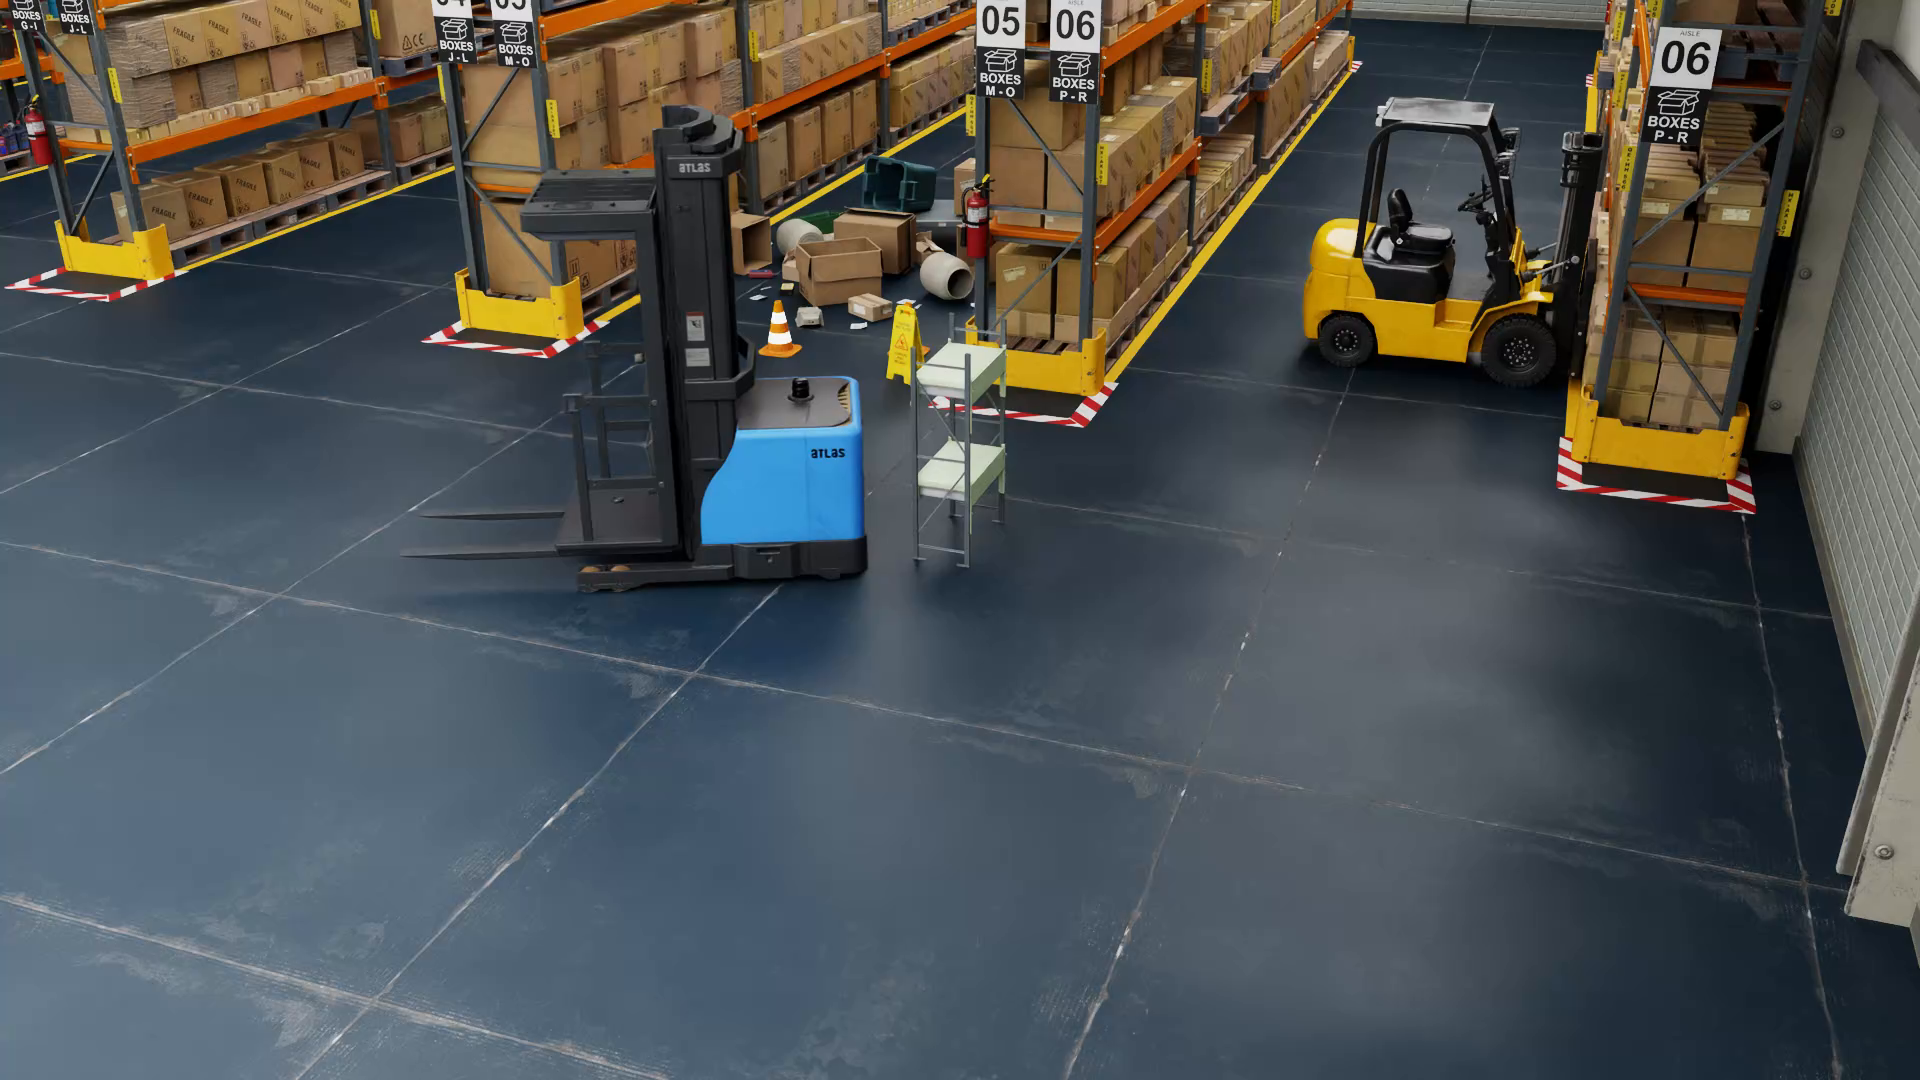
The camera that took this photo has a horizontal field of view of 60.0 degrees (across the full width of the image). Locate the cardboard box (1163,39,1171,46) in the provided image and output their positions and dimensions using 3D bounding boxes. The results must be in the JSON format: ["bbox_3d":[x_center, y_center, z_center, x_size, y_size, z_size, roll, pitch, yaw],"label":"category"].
[{"bbox_3d":[1.882,-4.908,17.231,0.500,0.500,0.500,8,27,16],"label":"cardboard box"}]

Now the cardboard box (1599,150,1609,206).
[{"bbox_3d":[7.737,-4.109,18.760,0.875,0.625,0.625,10,27,19],"label":"cardboard box"}]

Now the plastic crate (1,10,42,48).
[{"bbox_3d":[-12.199,-6.745,21.889,0.402,0.464,0.583,9,27,17],"label":"plastic crate"}]

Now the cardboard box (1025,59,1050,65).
[{"bbox_3d":[0.826,-3.975,14.639,0.700,0.500,0.500,8,27,17],"label":"cardboard box"}]

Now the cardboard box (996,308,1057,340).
[{"bbox_3d":[0.637,-2.006,14.848,0.500,0.250,0.500,9,27,17],"label":"cardboard box"}]

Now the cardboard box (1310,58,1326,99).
[{"bbox_3d":[4.917,-6.883,24.706,0.875,0.438,0.875,8,27,17],"label":"cardboard box"}]

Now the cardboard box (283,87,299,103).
[{"bbox_3d":[-7.658,-5.004,18.655,0.380,0.149,0.250,9,27,17],"label":"cardboard box"}]

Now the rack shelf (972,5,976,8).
[{"bbox_3d":[0.571,-8.779,26.989,1.077,0.370,4.000,9,27,17],"label":"rack shelf"}]

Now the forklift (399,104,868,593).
[{"bbox_3d":[-2.152,-1.218,10.626,3.031,2.935,1.130,-2,26,-4],"label":"forklift"}]

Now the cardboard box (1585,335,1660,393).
[{"bbox_3d":[5.163,-1.377,12.975,0.500,0.250,0.500,8,27,17],"label":"cardboard box"}]

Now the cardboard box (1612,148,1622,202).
[{"bbox_3d":[5.907,-3.075,14.267,0.500,0.500,0.500,8,27,17],"label":"cardboard box"}]

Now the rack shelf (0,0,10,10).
[{"bbox_3d":[-16.076,-7.691,24.741,1.077,0.370,4.000,9,27,17],"label":"rack shelf"}]

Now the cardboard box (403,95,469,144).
[{"bbox_3d":[-6.814,-5.500,21.754,0.700,0.500,0.500,6,27,13],"label":"cardboard box"}]

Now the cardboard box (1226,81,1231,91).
[{"bbox_3d":[2.749,-5.004,18.174,0.380,0.149,0.250,9,27,18],"label":"cardboard box"}]

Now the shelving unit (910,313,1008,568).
[{"bbox_3d":[-0.002,-0.672,11.141,0.431,1.500,0.755,9,27,17],"label":"shelving unit"}]

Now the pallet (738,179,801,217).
[{"bbox_3d":[-2.571,-4.067,19.630,1.003,0.211,1.213,9,27,17],"label":"pallet"}]

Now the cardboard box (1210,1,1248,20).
[{"bbox_3d":[2.997,-5.908,18.551,0.380,0.149,0.250,7,27,15],"label":"cardboard box"}]

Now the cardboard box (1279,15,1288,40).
[{"bbox_3d":[3.850,-6.503,21.061,0.500,0.250,0.500,9,27,19],"label":"cardboard box"}]

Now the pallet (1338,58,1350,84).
[{"bbox_3d":[5.745,-7.654,27.039,1.003,0.211,1.213,9,27,17],"label":"pallet"}]

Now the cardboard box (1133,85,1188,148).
[{"bbox_3d":[1.866,-4.065,15.971,0.500,0.500,0.500,10,27,19],"label":"cardboard box"}]

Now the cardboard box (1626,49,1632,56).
[{"bbox_3d":[7.350,-5.163,17.836,0.380,0.149,0.250,9,27,18],"label":"cardboard box"}]

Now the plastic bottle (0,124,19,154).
[{"bbox_3d":[-12.078,-5.093,21.085,0.144,0.351,0.185,7,27,15],"label":"plastic bottle"}]

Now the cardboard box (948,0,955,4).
[{"bbox_3d":[-0.295,-7.853,24.058,0.380,0.149,0.250,7,27,15],"label":"cardboard box"}]

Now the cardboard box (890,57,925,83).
[{"bbox_3d":[-0.800,-6.495,22.973,0.500,0.250,0.500,8,27,17],"label":"cardboard box"}]

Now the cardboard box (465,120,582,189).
[{"bbox_3d":[-4.007,-3.576,15.246,0.875,0.550,0.550,9,27,17],"label":"cardboard box"}]

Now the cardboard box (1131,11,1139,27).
[{"bbox_3d":[1.297,-4.439,14.047,0.380,0.149,0.250,8,27,16],"label":"cardboard box"}]

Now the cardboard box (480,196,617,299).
[{"bbox_3d":[-3.925,-2.871,15.917,0.875,0.875,0.875,9,27,18],"label":"cardboard box"}]

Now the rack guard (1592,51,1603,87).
[{"bbox_3d":[10.594,-7.374,26.130,1.175,0.500,0.348,9,27,17],"label":"rack guard"}]

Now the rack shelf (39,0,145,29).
[{"bbox_3d":[-8.066,-5.959,17.722,1.077,0.370,4.000,9,27,17],"label":"rack shelf"}]

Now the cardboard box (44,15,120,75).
[{"bbox_3d":[-8.782,-5.001,16.758,0.500,0.500,0.500,9,27,17],"label":"cardboard box"}]

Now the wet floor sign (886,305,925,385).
[{"bbox_3d":[-0.459,-1.691,14.226,0.267,0.644,0.232,20,32,35],"label":"wet floor sign"}]

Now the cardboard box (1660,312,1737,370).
[{"bbox_3d":[5.634,-1.527,12.711,0.500,0.250,0.500,8,27,17],"label":"cardboard box"}]

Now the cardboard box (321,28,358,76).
[{"bbox_3d":[-7.609,-5.757,19.466,0.875,0.500,0.500,9,27,17],"label":"cardboard box"}]

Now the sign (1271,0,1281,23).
[{"bbox_3d":[3.790,-6.372,19.954,0.100,0.325,0.005,9,27,17],"label":"sign"}]

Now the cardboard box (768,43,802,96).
[{"bbox_3d":[-2.161,-5.423,19.118,0.500,0.500,0.500,9,27,18],"label":"cardboard box"}]

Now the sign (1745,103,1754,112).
[{"bbox_3d":[7.150,-3.944,15.094,0.100,0.325,0.005,9,27,17],"label":"sign"}]

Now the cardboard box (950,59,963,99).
[{"bbox_3d":[-0.275,-6.794,24.449,0.500,0.500,0.500,8,27,16],"label":"cardboard box"}]

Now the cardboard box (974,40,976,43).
[{"bbox_3d":[0.400,-7.782,26.211,0.380,0.149,0.250,8,27,17],"label":"cardboard box"}]

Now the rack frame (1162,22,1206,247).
[{"bbox_3d":[1.944,-4.317,16.948,1.000,3.000,0.127,9,27,17],"label":"rack frame"}]

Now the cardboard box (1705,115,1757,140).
[{"bbox_3d":[6.478,-3.471,14.001,0.380,0.149,0.250,8,27,17],"label":"cardboard box"}]

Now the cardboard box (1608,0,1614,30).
[{"bbox_3d":[8.917,-6.954,21.798,0.700,0.500,0.500,9,27,19],"label":"cardboard box"}]

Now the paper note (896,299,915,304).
[{"bbox_3d":[-0.525,-2.336,16.277,0.148,0.019,0.142,20,32,35],"label":"paper note"}]

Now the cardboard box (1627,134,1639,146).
[{"bbox_3d":[5.546,-3.143,13.322,0.380,0.149,0.250,9,27,18],"label":"cardboard box"}]

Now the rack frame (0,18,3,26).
[{"bbox_3d":[-18.752,-11.197,31.157,1.000,3.000,0.127,9,27,17],"label":"rack frame"}]

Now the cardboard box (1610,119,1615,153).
[{"bbox_3d":[6.710,-3.984,16.432,0.500,0.250,0.500,9,27,17],"label":"cardboard box"}]

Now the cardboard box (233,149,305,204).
[{"bbox_3d":[-7.888,-4.157,19.003,0.500,0.500,0.500,6,27,13],"label":"cardboard box"}]

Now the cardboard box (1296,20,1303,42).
[{"bbox_3d":[4.339,-6.903,22.460,0.500,0.250,0.500,8,27,16],"label":"cardboard box"}]

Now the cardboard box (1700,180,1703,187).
[{"bbox_3d":[5.766,-2.608,12.559,0.380,0.149,0.250,8,27,17],"label":"cardboard box"}]

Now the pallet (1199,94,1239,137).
[{"bbox_3d":[2.336,-4.524,17.595,1.003,0.211,1.213,9,27,17],"label":"pallet"}]

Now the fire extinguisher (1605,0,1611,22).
[{"bbox_3d":[10.233,-8.455,26.011,0.296,0.674,0.183,9,27,17],"label":"fire extinguisher"}]

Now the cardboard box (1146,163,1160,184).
[{"bbox_3d":[1.625,-3.398,15.338,0.380,0.149,0.250,9,27,18],"label":"cardboard box"}]

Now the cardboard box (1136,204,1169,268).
[{"bbox_3d":[1.664,-2.905,15.844,0.500,0.500,0.500,10,28,20],"label":"cardboard box"}]

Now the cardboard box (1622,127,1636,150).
[{"bbox_3d":[5.887,-3.427,14.251,0.380,0.149,0.250,8,27,17],"label":"cardboard box"}]

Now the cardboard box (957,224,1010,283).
[{"bbox_3d":[0.305,-2.950,16.991,0.500,0.500,0.500,-14,29,-27],"label":"cardboard box"}]

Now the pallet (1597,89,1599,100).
[{"bbox_3d":[10.330,-6.916,25.516,1.003,0.211,1.213,9,27,17],"label":"pallet"}]
